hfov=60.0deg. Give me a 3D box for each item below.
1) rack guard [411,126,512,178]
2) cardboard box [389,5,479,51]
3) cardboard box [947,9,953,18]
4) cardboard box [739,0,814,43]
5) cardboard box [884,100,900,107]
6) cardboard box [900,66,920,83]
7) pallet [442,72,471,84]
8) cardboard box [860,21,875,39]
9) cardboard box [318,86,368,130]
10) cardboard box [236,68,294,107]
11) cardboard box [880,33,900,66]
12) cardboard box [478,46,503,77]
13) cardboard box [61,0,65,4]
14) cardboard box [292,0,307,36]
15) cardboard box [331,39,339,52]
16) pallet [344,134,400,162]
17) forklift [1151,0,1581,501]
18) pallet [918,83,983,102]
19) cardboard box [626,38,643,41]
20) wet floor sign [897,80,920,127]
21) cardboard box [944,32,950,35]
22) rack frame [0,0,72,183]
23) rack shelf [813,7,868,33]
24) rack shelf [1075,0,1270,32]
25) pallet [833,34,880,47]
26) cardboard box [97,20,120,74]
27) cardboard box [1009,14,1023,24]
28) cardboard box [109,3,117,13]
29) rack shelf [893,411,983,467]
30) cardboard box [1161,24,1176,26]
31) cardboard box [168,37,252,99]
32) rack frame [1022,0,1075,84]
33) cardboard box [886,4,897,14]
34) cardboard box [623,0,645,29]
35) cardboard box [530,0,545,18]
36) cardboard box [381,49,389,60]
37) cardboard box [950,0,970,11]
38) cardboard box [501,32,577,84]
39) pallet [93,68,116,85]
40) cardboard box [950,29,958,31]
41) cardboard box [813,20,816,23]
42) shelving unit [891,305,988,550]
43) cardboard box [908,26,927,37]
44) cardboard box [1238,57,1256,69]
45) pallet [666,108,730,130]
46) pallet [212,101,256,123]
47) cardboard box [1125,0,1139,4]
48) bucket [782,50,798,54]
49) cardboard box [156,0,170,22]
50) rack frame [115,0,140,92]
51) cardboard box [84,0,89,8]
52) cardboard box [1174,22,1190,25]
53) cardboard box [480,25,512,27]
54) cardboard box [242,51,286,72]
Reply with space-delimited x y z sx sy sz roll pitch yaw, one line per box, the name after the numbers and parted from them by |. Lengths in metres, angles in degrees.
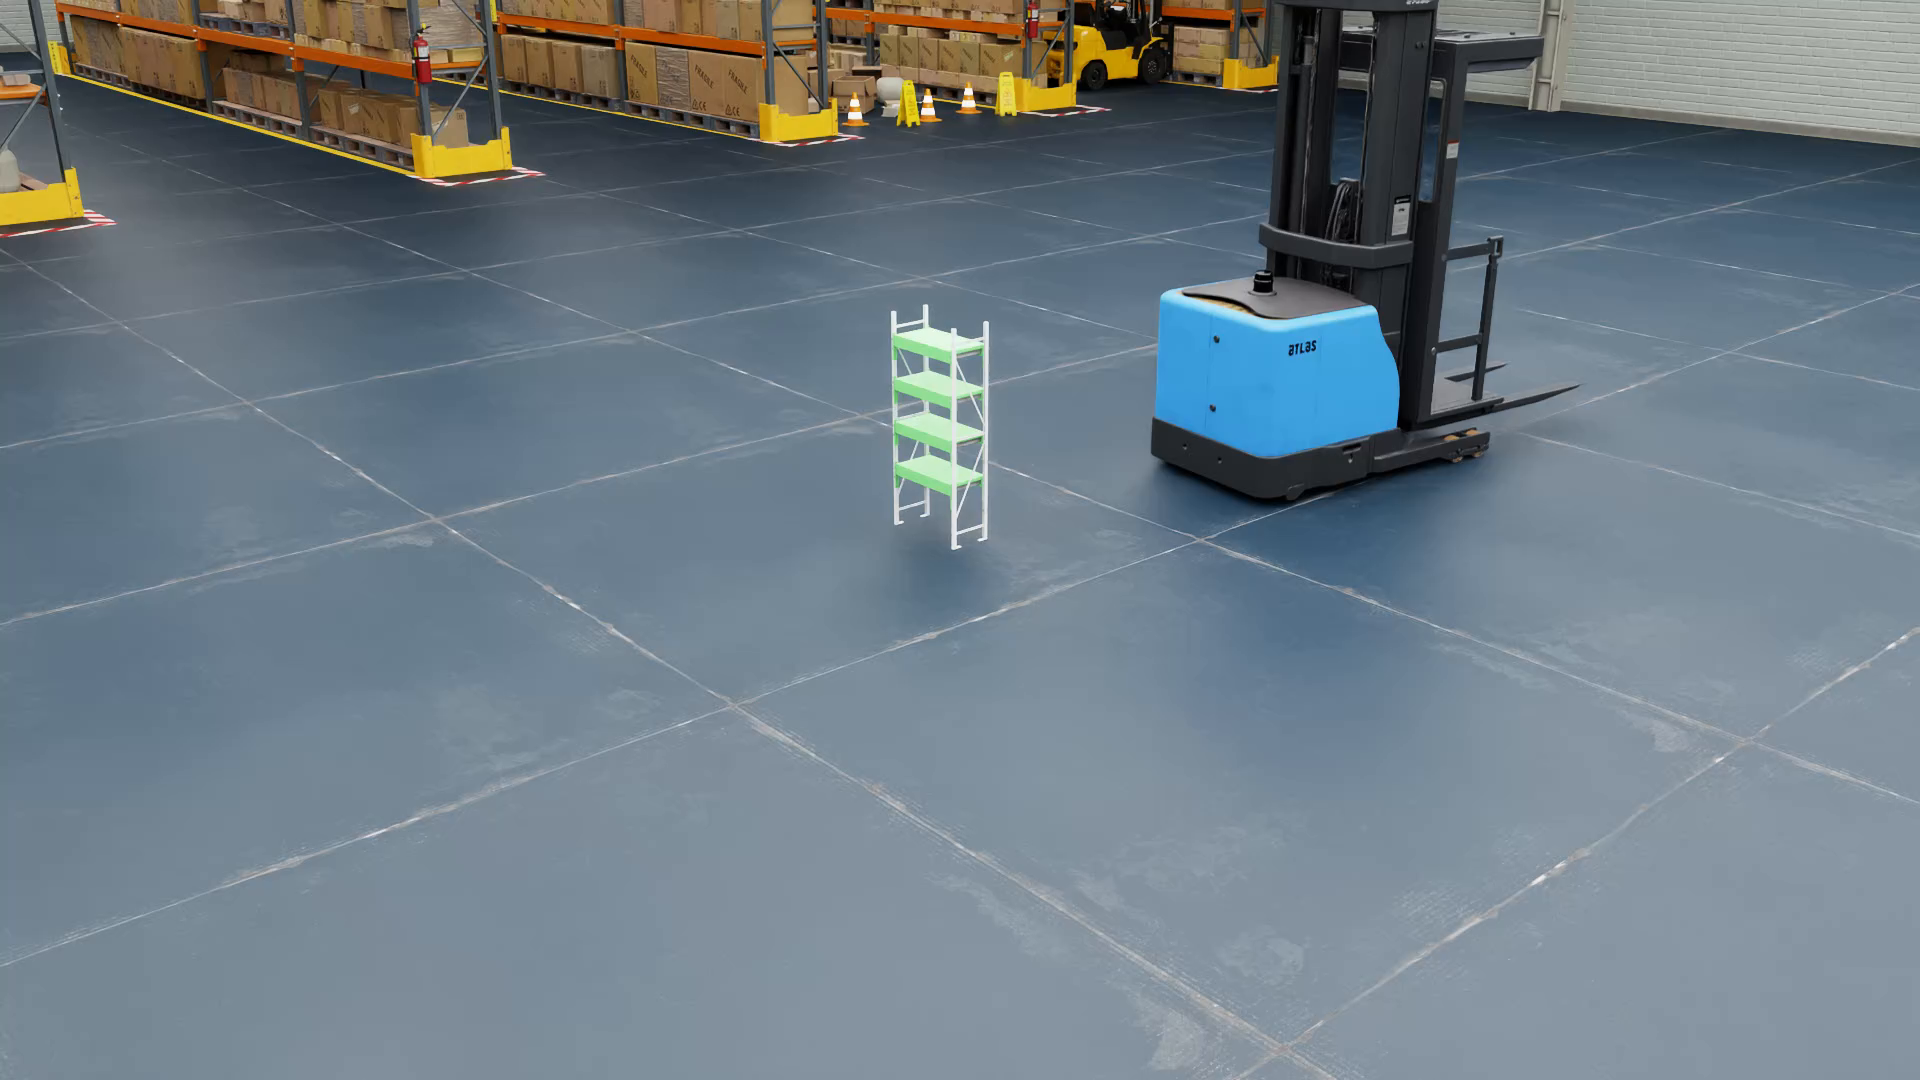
-6.161 -4.810 20.580 1.175 0.500 0.348 -17 27 -37 | rack guard
-6.449 -6.297 20.403 0.875 0.500 0.500 -17 27 -37 | cardboard box
0.007 -8.675 27.364 0.380 0.149 0.250 -17 27 -37 | cardboard box
-2.564 -7.268 23.221 0.875 0.550 0.550 -17 27 -37 | cardboard box
-0.989 -6.866 26.310 0.380 0.149 0.250 -4 22 -10 | cardboard box
-0.677 -7.961 28.390 0.500 0.250 0.500 -16 26 -34 | cardboard box
-8.811 -8.571 30.578 1.003 0.211 1.213 -17 27 -37 | pallet
-1.856 -11.371 36.755 0.500 0.500 0.500 -18 28 -39 | cardboard box
-8.491 -5.970 22.965 0.500 0.500 0.500 -18 28 -39 | cardboard box
-10.509 -6.874 25.245 0.500 0.500 0.700 20 29 41 | cardboard box
-1.034 -8.455 28.623 0.500 0.500 0.500 -16 26 -35 | cardboard box
-8.137 -8.468 29.342 0.500 0.500 0.500 -18 27 -38 | cardboard box
-16.405 -10.010 30.772 0.380 0.149 0.250 -18 28 -38 | cardboard box
-8.475 -7.104 22.465 0.875 0.500 0.500 -17 27 -37 | cardboard box
-7.975 -6.471 21.737 0.380 0.149 0.250 -17 27 -37 | cardboard box
-7.456 -5.246 22.087 1.003 0.211 1.213 -17 27 -37 | pallet
2.671 -1.983 10.029 3.031 2.935 1.130 -14 25 -31 | forklift
0.051 -7.605 28.111 1.003 0.211 1.213 -17 27 -37 | pallet
-6.765 -10.829 35.457 0.875 0.438 0.875 -18 28 -38 | cardboard box
-0.769 -6.473 24.626 0.232 0.644 0.267 17 27 36 | wet floor sign
-0.292 -8.442 28.592 0.500 0.500 0.500 -17 27 -36 | cardboard box
-9.863 -4.774 17.060 1.000 3.000 0.127 -17 27 -37 | rack frame
-2.520 -9.635 30.457 1.077 0.370 4.000 -17 27 -37 | rack shelf
3.849 -9.713 30.655 1.077 0.370 4.000 -17 27 -37 | rack shelf
-2.119 -11.296 37.536 1.003 0.211 1.213 -17 27 -37 | pallet
-14.902 -8.925 29.995 0.875 0.875 0.875 -17 27 -37 | cardboard box
0.990 -8.248 26.273 0.380 0.149 0.250 -16 27 -36 | cardboard box
-14.391 -9.158 28.597 0.380 0.149 0.250 -17 27 -37 | cardboard box
-0.108 -0.545 8.905 0.258 0.148 0.480 -17 27 -37 | rack shelf
3.618 -9.347 30.560 0.500 0.250 0.500 -18 28 -38 | cardboard box
-11.768 -7.565 26.524 1.225 0.875 0.875 -19 28 -40 | cardboard box
1.396 -8.312 26.094 1.000 3.000 0.127 -17 27 -37 | rack frame
-1.048 -9.080 28.397 0.380 0.149 0.250 -16 27 -36 | cardboard box
-4.649 -8.182 25.555 0.875 0.550 0.550 -17 27 -37 | cardboard box
-6.758 -8.895 27.445 0.500 0.500 0.500 -17 27 -37 | cardboard box
-6.970 -6.065 20.699 0.380 0.149 0.250 -17 27 -37 | cardboard box
0.186 -8.860 26.948 0.500 0.500 0.500 -18 27 -38 | cardboard box
-7.180 -8.275 28.507 1.050 0.750 0.750 -18 28 -38 | cardboard box
-15.182 -8.536 30.489 1.003 0.211 1.213 -17 27 -37 | pallet
0.329 -10.620 34.665 0.875 0.625 0.625 -16 27 -36 | cardboard box
-3.498 -11.916 38.466 0.396 0.266 0.258 -16 27 -36 | cardboard box
-0.108 -0.604 8.882 0.258 1.200 0.503 -17 27 -37 | shelving unit
-0.661 -8.566 28.019 0.380 0.149 0.250 -16 27 -35 | cardboard box
4.982 -8.593 30.004 0.500 0.250 0.500 -17 27 -37 | cardboard box
-3.661 -6.347 24.899 1.003 0.211 1.213 -17 27 -37 | pallet
-10.824 -6.649 25.670 1.003 0.211 1.213 -17 27 -37 | pallet
3.319 -10.182 30.731 0.500 0.500 0.500 -18 28 -38 | cardboard box
-3.063 -7.906 27.461 0.726 0.611 0.620 -8 13 -19 | bucket
-12.505 -8.569 26.613 0.500 0.500 0.500 -19 28 -39 | cardboard box
-13.944 -9.269 28.535 1.000 3.000 0.127 -17 27 -37 | rack frame
-15.396 -9.583 29.684 0.380 0.149 0.250 -17 27 -37 | cardboard box
4.007 -9.475 30.885 0.500 0.250 0.500 -18 28 -38 | cardboard box
-8.421 -9.225 30.248 0.500 0.250 0.500 -17 27 -37 | cardboard box
-10.519 -7.232 25.130 0.500 0.250 0.500 -14 25 -32 | cardboard box
